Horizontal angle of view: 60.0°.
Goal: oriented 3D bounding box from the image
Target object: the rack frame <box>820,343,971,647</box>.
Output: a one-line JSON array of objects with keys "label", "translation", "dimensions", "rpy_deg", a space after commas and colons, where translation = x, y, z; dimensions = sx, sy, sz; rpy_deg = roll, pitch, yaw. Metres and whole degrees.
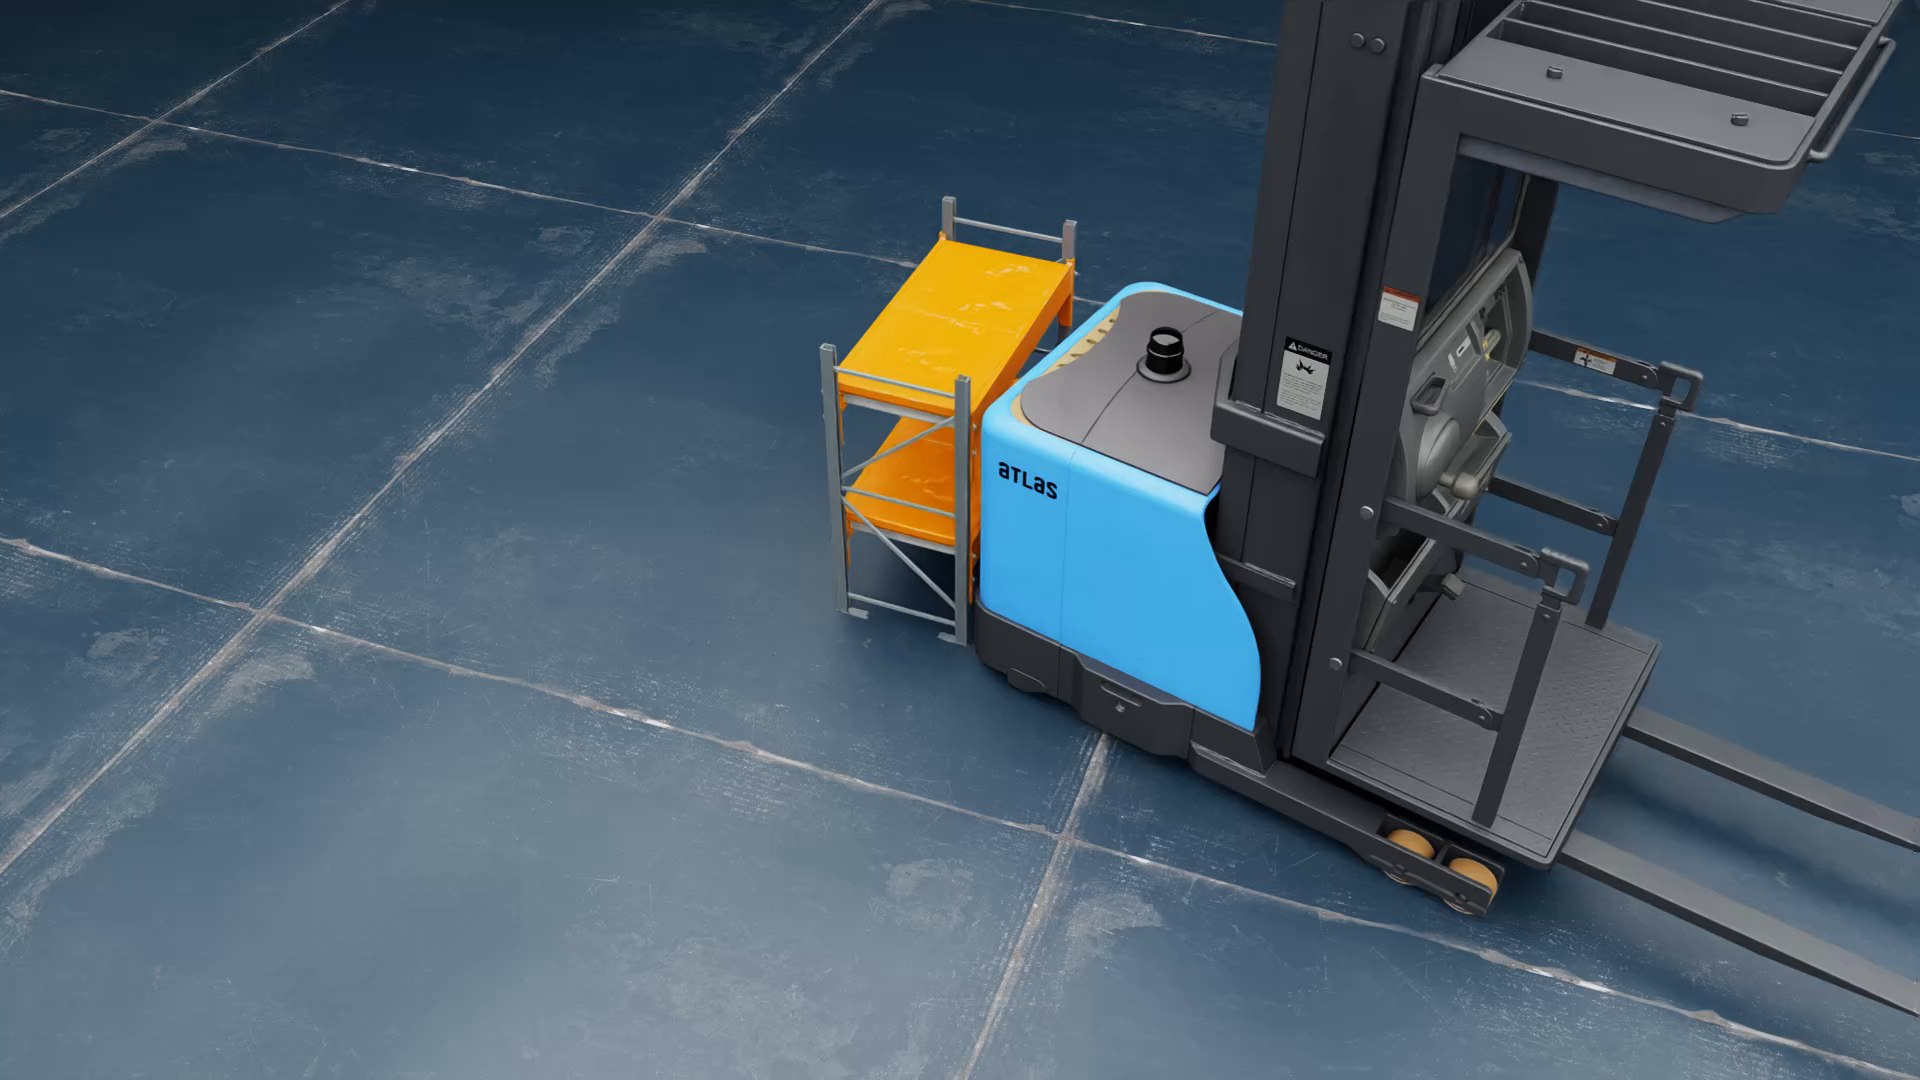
[{"label": "rack frame", "translation": [-0.203, -0.124, 5.529], "dimensions": [0.500, 1.125, 0.032], "rpy_deg": [15, 43, 16]}]

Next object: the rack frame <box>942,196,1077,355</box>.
[{"label": "rack frame", "translation": [0.173, -0.737, 6.248], "dimensions": [0.500, 1.125, 0.032], "rpy_deg": [15, 43, 16]}]

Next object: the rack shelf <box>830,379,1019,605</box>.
[{"label": "rack shelf", "translation": [-0.015, -0.245, 6.047], "dimensions": [0.538, 0.278, 1.000], "rpy_deg": [15, 43, 16]}]

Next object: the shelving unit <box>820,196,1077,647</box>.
[{"label": "shelving unit", "translation": [-0.015, -0.431, 5.888], "dimensions": [0.538, 1.125, 1.048], "rpy_deg": [15, 43, 16]}]

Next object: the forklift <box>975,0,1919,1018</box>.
[{"label": "forklift", "translation": [1.555, -0.400, 4.461], "dimensions": [3.031, 2.935, 1.130], "rpy_deg": [24, 46, 25]}]

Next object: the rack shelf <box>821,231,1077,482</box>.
[{"label": "rack shelf", "translation": [-0.015, -0.654, 5.698], "dimensions": [0.538, 0.278, 1.000], "rpy_deg": [15, 43, 16]}]
